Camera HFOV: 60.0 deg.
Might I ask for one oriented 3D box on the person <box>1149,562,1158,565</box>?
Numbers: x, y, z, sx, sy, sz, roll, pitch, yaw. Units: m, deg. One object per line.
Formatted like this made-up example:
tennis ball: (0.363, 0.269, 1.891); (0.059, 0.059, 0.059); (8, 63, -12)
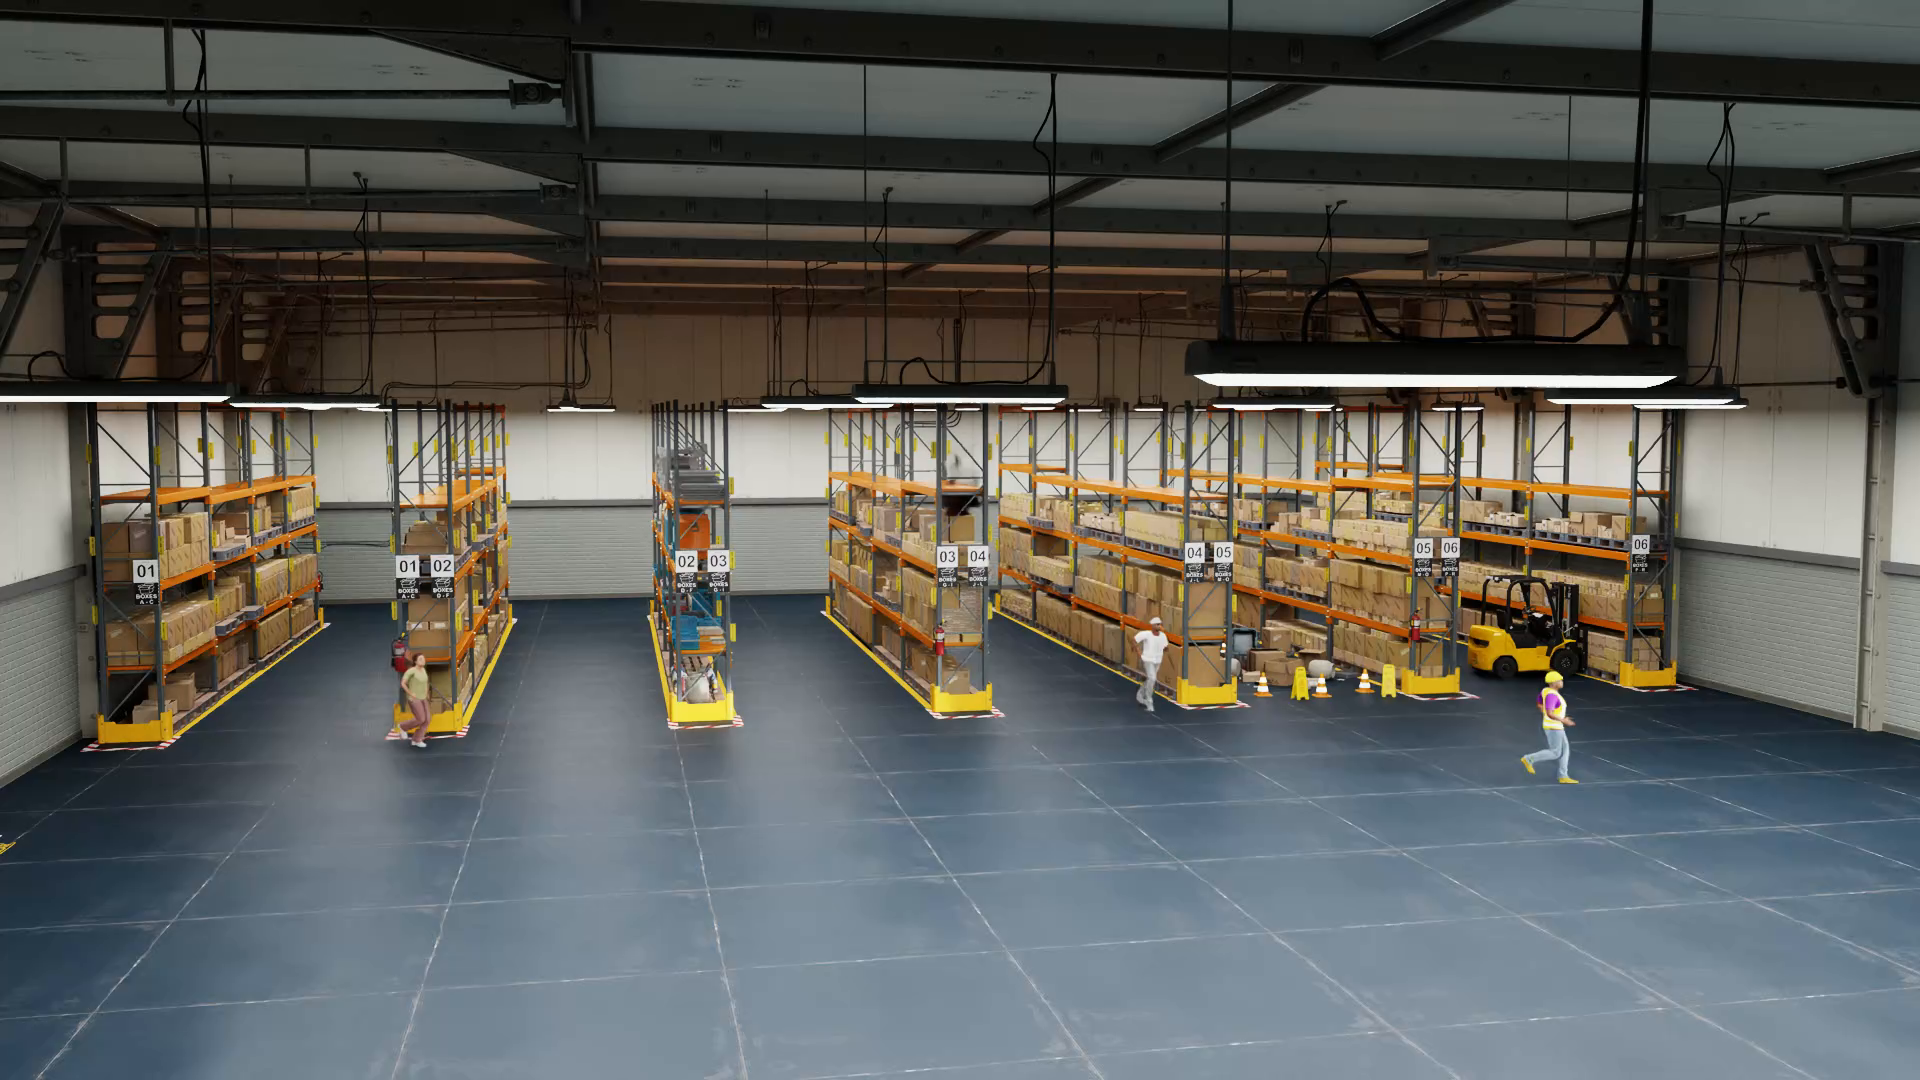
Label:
person: (6.025, 1.124, 51.068); (0.645, 1.518, 0.598); (-1, 4, -8)

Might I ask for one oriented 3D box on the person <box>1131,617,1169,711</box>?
person: (3.767, 2.408, 32.581); (0.703, 1.795, 0.803); (-3, 5, -31)

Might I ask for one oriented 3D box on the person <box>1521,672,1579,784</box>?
person: (9.178, 2.914, 25.821); (0.868, 1.751, 0.697); (1, 5, 17)

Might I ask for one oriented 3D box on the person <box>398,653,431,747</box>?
person: (-9.439, 2.755, 28.752); (0.562, 1.632, 0.576); (1, 5, 18)

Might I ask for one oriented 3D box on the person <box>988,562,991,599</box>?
person: (0.620, 1.161, 49.739); (0.779, 1.603, 0.865); (-2, 5, -23)
